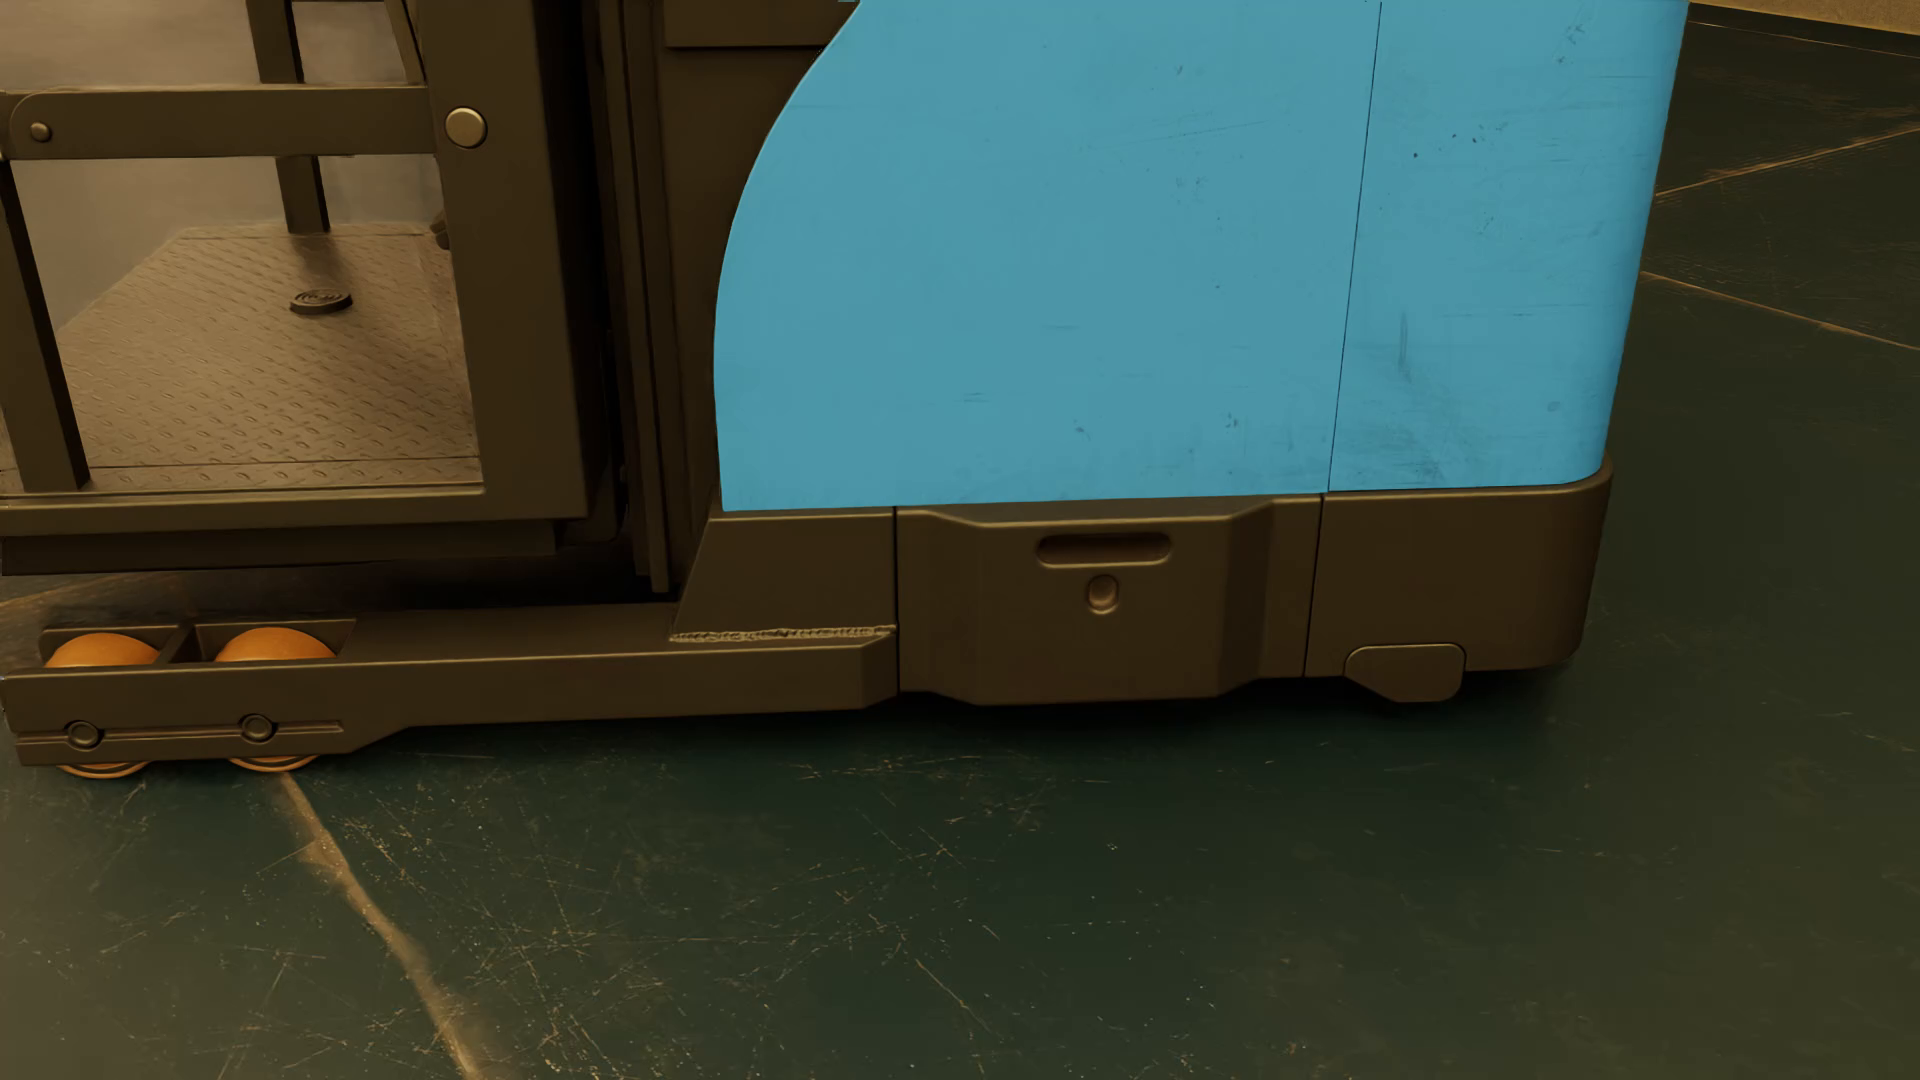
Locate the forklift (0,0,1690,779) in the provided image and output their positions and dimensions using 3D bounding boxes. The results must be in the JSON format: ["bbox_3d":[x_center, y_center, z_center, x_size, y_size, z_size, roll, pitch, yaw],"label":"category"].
[{"bbox_3d":[-0.755,-1.277,1.777,3.031,2.935,1.130,-2,27,-4],"label":"forklift"}]
